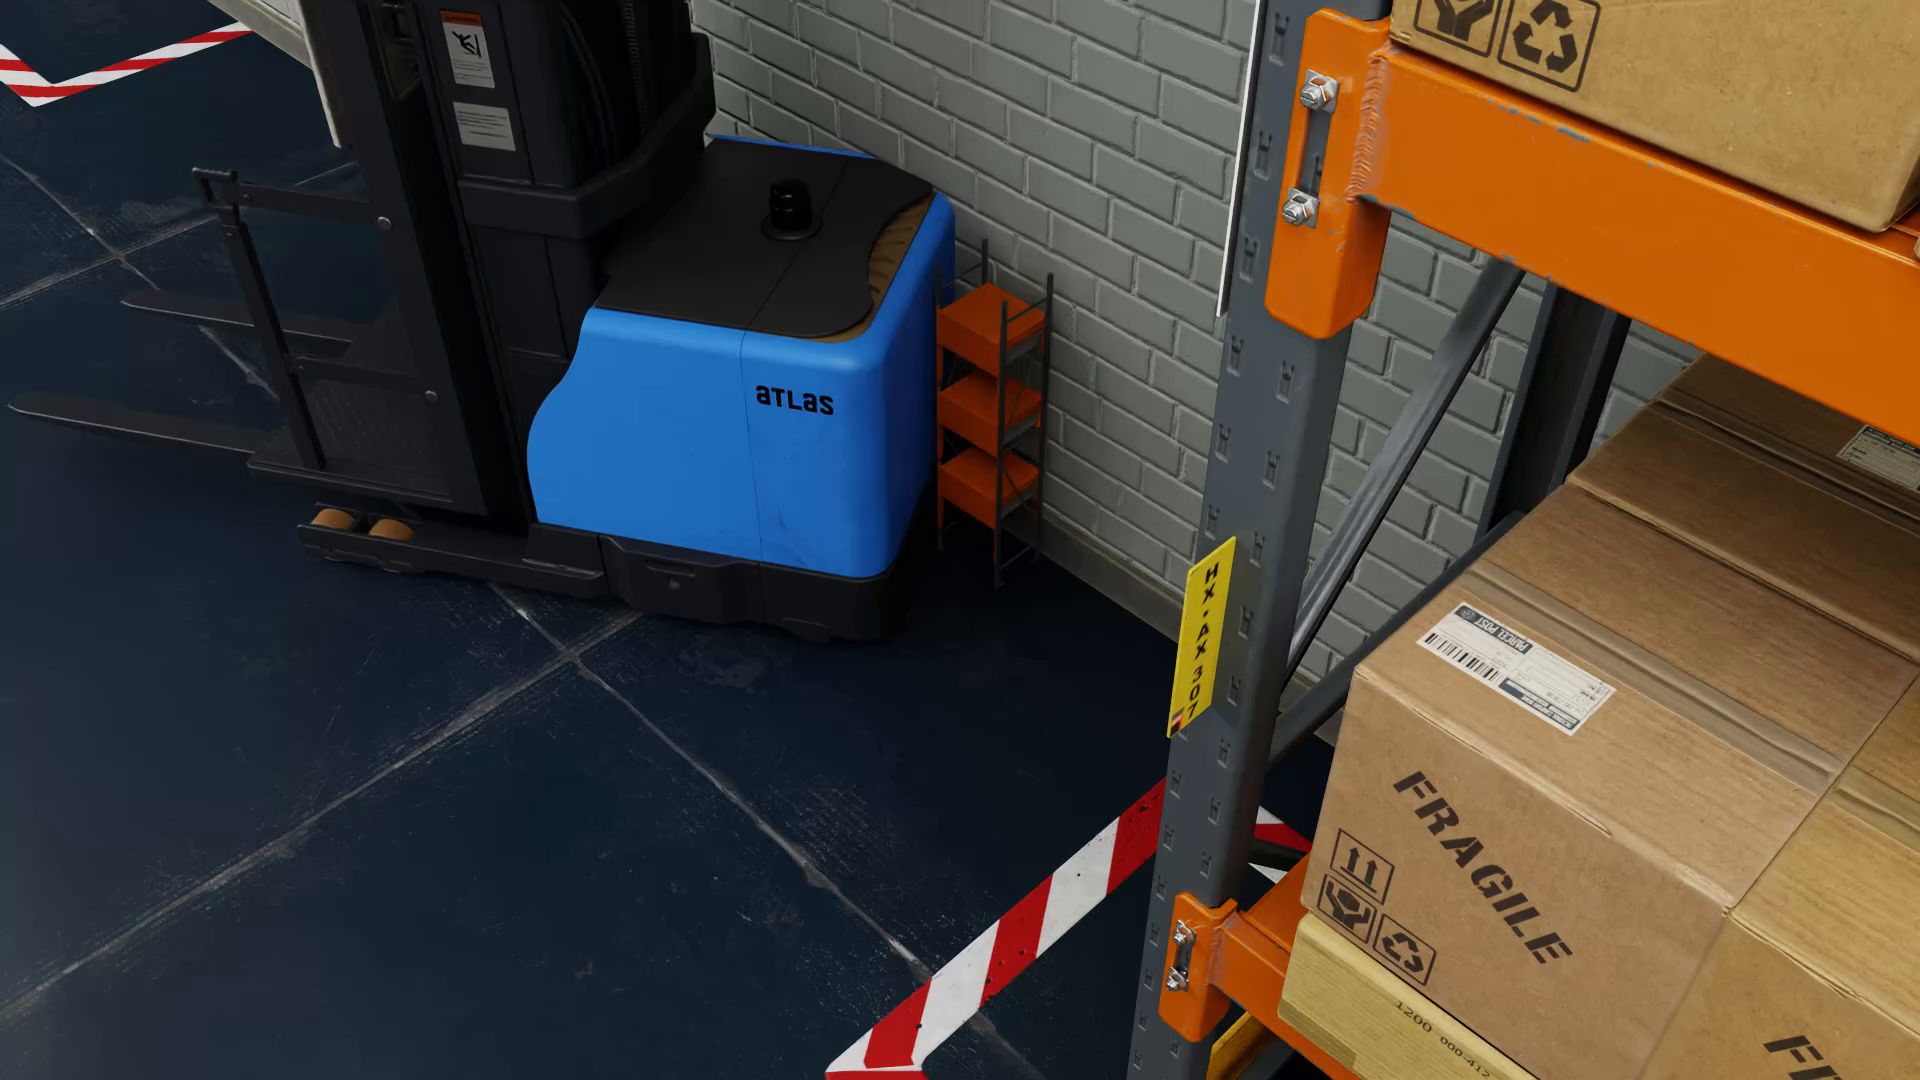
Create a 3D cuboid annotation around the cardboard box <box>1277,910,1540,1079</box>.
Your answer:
[{"bbox_3d":[0.832,0.628,2.456,0.500,0.250,0.500,33,52,30],"label":"cardboard box"}]

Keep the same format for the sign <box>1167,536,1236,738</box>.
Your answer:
[{"bbox_3d":[0.328,0.136,2.255,0.100,0.325,0.005,-34,53,-31],"label":"sign"}]

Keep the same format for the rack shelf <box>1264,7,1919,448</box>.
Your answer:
[{"bbox_3d":[2.124,0.317,1.016,1.077,0.370,4.000,-34,53,-31],"label":"rack shelf"}]

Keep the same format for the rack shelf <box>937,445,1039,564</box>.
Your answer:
[{"bbox_3d":[0.090,-0.130,5.042,0.240,0.259,0.215,33,52,31],"label":"rack shelf"}]

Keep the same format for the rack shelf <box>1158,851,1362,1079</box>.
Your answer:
[{"bbox_3d":[2.124,1.419,2.034,1.077,0.370,4.000,-34,53,-31],"label":"rack shelf"}]

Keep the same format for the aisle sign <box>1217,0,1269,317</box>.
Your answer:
[{"bbox_3d":[0.449,-0.652,1.830,0.394,0.787,0.004,-34,53,-31],"label":"aisle sign"}]

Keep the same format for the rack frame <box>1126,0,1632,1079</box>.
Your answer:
[{"bbox_3d":[0.712,0.194,2.830,1.000,3.000,0.127,-34,53,-31],"label":"rack frame"}]

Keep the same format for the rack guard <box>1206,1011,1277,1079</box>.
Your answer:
[{"bbox_3d":[0.766,1.148,3.639,1.175,0.500,0.348,-34,53,-31],"label":"rack guard"}]

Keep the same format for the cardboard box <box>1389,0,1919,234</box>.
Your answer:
[{"bbox_3d":[0.771,-0.671,1.468,0.500,0.500,0.500,-33,52,-30],"label":"cardboard box"}]

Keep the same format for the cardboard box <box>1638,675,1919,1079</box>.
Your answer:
[{"bbox_3d":[1.178,0.582,1.953,0.500,0.500,0.500,-34,52,-31],"label":"cardboard box"}]

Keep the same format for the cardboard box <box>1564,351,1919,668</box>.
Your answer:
[{"bbox_3d":[1.195,0.091,2.485,0.500,0.500,0.500,34,52,31],"label":"cardboard box"}]

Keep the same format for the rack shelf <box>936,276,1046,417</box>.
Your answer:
[{"bbox_3d":[0.092,-0.544,4.662,0.240,0.259,0.215,33,52,31],"label":"rack shelf"}]

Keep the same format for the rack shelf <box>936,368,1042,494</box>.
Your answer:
[{"bbox_3d":[0.091,-0.335,4.854,0.240,0.259,0.215,33,52,31],"label":"rack shelf"}]

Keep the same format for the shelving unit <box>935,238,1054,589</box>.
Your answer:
[{"bbox_3d":[0.091,-0.343,4.847,0.252,1.050,0.215,33,52,31],"label":"shelving unit"}]

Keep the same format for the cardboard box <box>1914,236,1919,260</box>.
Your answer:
[{"bbox_3d":[1.125,-0.396,1.170,0.500,0.500,0.500,-31,51,-29],"label":"cardboard box"}]

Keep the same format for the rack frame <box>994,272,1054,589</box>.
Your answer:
[{"bbox_3d":[0.179,-0.285,4.784,0.008,1.050,0.200,33,52,31],"label":"rack frame"}]

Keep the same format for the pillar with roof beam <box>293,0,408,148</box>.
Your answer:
[{"bbox_3d":[-5.467,-2.908,1.766,9.100,9.000,0.400,-34,53,-31],"label":"pillar with roof beam"}]

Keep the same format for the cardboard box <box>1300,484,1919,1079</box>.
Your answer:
[{"bbox_3d":[0.836,0.340,2.216,0.500,0.500,0.500,-34,53,-31],"label":"cardboard box"}]

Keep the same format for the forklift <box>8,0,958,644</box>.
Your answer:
[{"bbox_3d":[-1.542,-1.313,4.511,3.031,2.935,1.130,10,44,10],"label":"forklift"}]

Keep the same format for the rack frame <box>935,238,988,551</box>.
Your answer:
[{"bbox_3d":[0.004,-0.401,4.909,0.008,1.050,0.200,33,52,31],"label":"rack frame"}]
